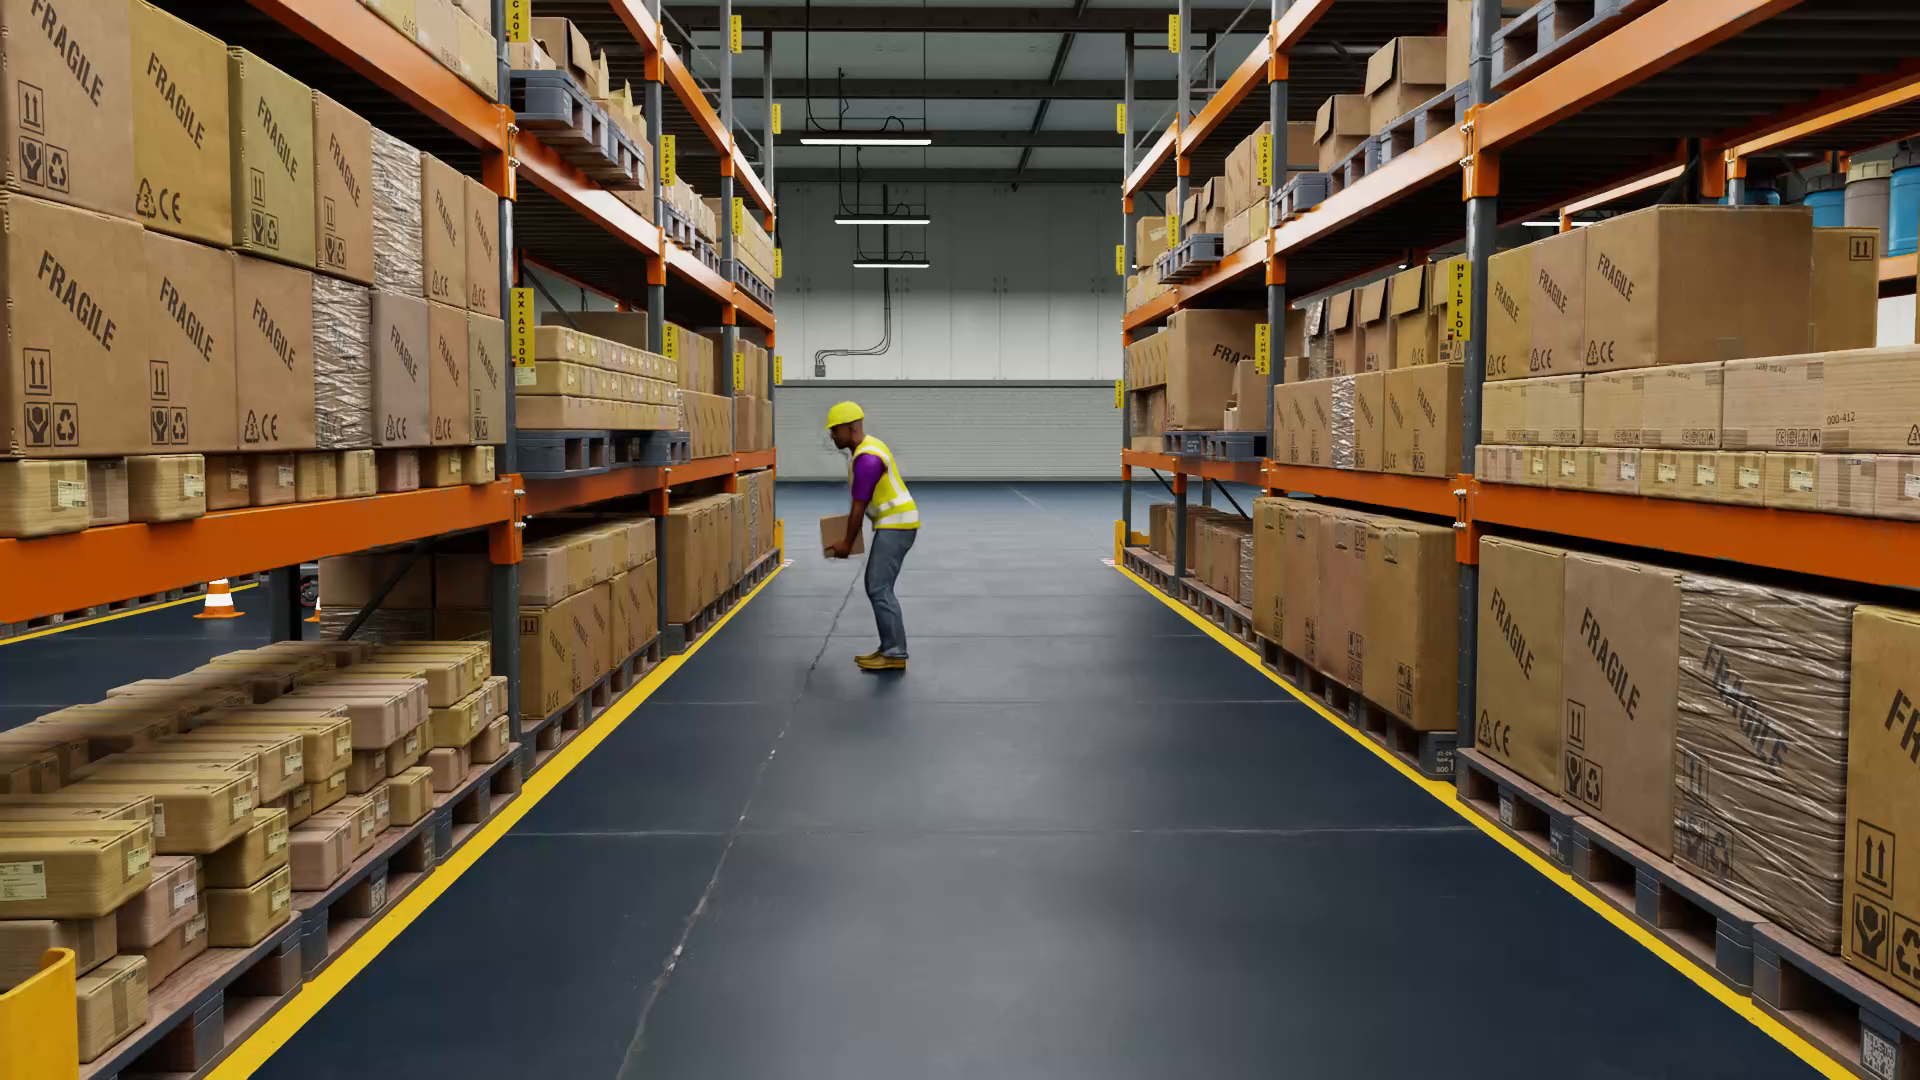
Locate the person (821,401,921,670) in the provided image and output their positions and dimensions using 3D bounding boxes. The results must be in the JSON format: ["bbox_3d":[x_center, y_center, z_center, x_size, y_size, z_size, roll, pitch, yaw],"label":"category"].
[{"bbox_3d":[-0.565,-0.033,10.601,0.633,1.695,0.488,0,4,-2],"label":"person"}]
